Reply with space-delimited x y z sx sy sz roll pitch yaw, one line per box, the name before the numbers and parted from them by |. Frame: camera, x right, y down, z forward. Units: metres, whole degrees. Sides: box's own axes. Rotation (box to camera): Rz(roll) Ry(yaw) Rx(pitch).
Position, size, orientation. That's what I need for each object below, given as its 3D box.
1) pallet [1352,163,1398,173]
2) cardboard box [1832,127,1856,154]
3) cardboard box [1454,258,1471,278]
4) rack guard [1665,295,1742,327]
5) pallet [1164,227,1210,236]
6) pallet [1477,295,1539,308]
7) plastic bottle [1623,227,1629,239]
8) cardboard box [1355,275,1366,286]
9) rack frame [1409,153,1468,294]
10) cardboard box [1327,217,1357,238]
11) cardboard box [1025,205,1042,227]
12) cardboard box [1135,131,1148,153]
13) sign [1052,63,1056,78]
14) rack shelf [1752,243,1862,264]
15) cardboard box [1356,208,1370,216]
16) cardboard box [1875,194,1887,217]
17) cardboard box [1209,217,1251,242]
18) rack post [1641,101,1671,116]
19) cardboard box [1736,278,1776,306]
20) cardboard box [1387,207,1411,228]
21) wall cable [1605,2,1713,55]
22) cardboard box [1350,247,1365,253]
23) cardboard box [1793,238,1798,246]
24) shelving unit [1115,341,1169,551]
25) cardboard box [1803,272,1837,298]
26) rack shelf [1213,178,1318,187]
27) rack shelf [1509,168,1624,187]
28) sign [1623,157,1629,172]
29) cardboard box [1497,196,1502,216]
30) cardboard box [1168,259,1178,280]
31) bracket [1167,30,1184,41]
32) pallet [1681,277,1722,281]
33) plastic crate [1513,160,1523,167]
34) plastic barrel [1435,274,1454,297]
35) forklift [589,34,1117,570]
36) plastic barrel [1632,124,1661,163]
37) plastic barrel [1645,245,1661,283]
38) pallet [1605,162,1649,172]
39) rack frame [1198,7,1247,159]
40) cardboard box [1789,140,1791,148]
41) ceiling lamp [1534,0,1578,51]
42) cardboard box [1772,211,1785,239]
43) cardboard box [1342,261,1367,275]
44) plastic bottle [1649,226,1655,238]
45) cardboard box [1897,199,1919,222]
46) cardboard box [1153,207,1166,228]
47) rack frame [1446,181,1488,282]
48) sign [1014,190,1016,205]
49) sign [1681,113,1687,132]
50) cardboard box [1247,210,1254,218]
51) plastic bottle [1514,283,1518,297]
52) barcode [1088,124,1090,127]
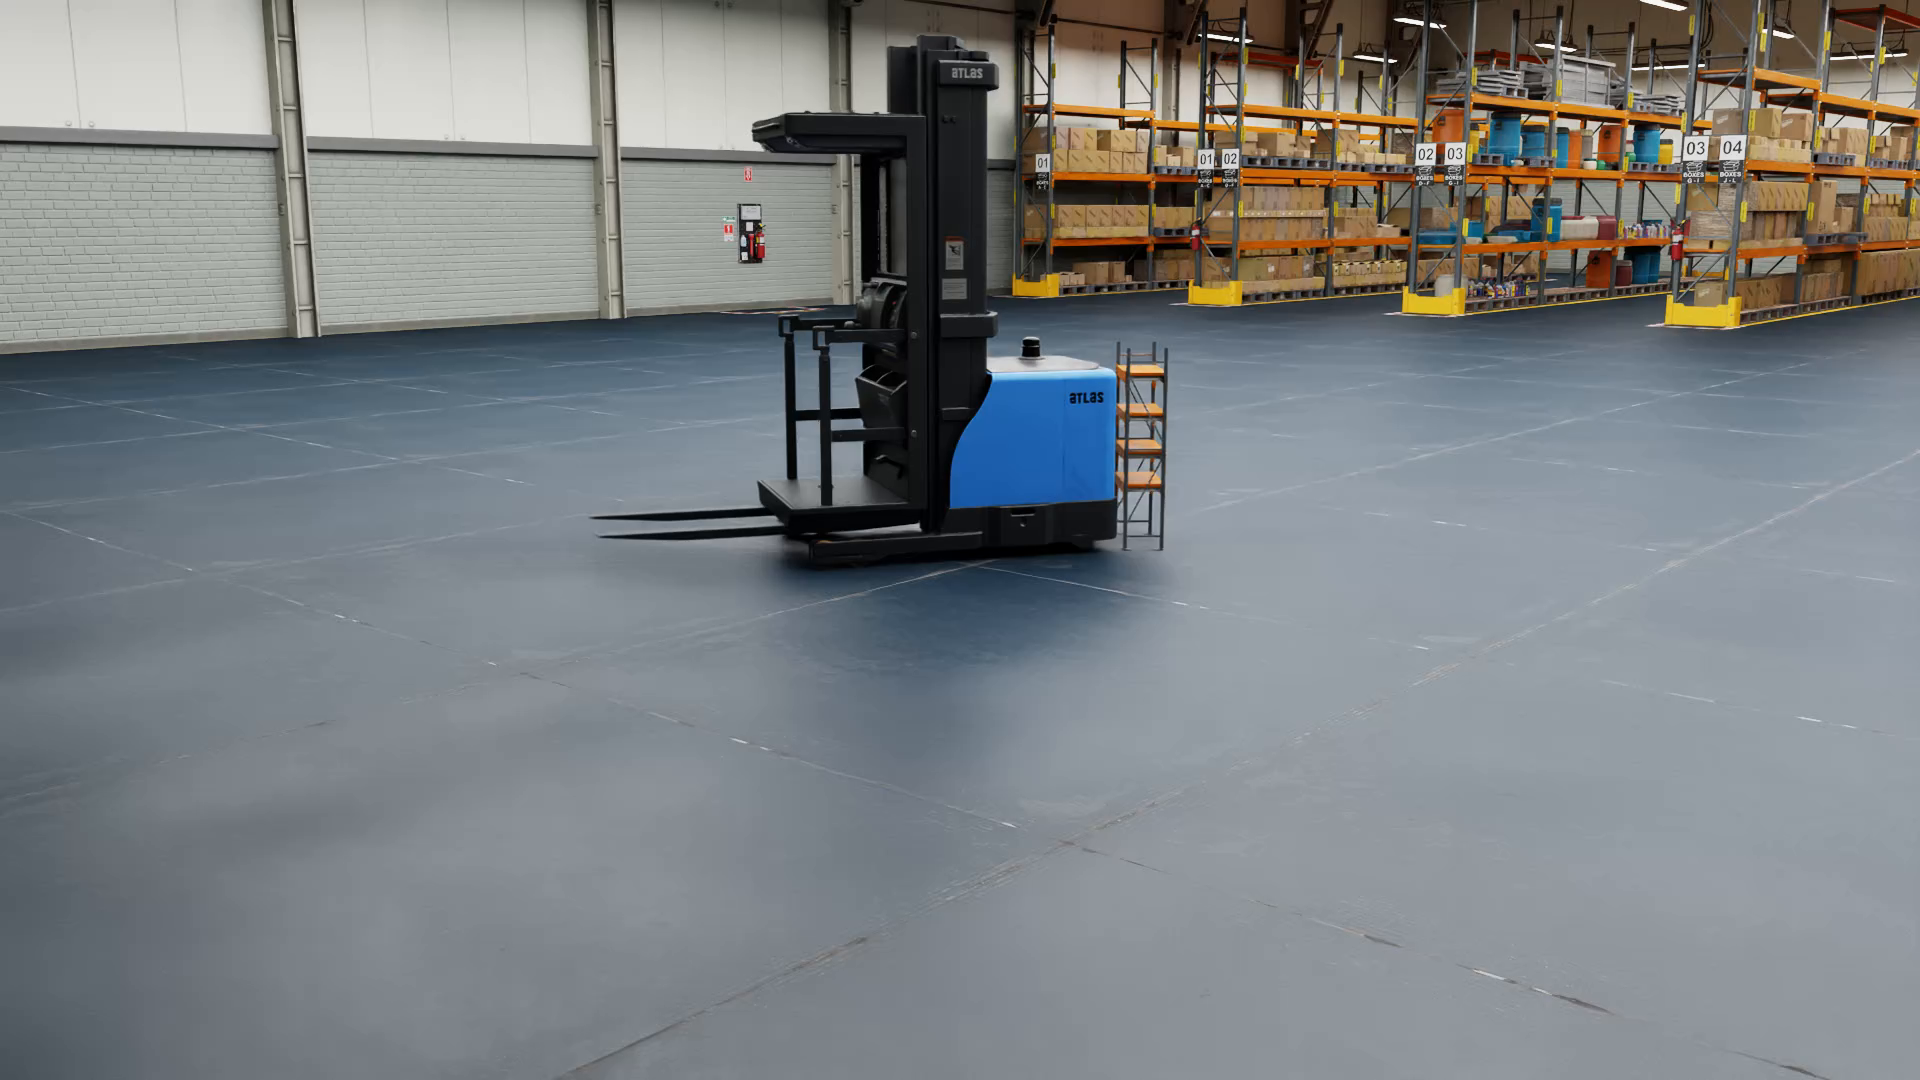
pallet | 9.584 -8.762 39.247 1.003 0.211 1.213 11 16 43
cardboard box | 17.344 -7.894 32.885 0.500 0.500 0.500 10 15 41
cardboard box | 12.898 -7.057 43.146 0.500 0.500 0.500 10 15 41
rack guard | 12.909 -3.987 28.898 1.175 0.500 0.348 10 15 40
pallet | 5.701 -7.910 42.643 1.003 0.211 1.213 10 15 40
pallet | 11.304 -4.970 34.555 1.003 0.211 1.213 10 15 40
plastic bottle | 15.253 -7.048 38.159 0.152 0.276 0.135 10 15 40
cardboard box | 9.191 -6.108 39.083 0.500 0.250 0.500 9 15 39
rack frame | 9.138 -5.842 31.803 1.000 3.000 0.127 10 15 40
cardboard box | 8.927 -7.309 38.892 0.500 0.500 0.500 -11 16 -43
cardboard box | 1.848 -7.524 38.640 0.500 0.500 0.500 10 15 40
cardboard box | 4.210 -9.623 40.215 0.500 0.500 0.500 8 14 36
sign | 2.104 -10.492 37.178 0.100 0.325 0.005 10 15 40
rack shelf | 16.820 -5.732 33.087 1.077 0.370 4.000 10 15 40
cardboard box | 11.457 -9.439 49.048 0.980 0.700 0.700 10 15 40
cardboard box | 19.505 -7.220 35.887 0.797 0.503 0.637 10 15 42
cardboard box | 5.738 -6.599 35.338 0.700 0.500 0.500 10 15 40
rack post | 15.819 -9.990 38.531 0.954 0.300 0.937 -10 15 -41
cardboard box | 14.833 -4.632 31.052 0.500 0.500 0.500 -7 13 -30
cardboard box | 11.032 -8.022 41.391 0.700 0.500 0.500 4 12 21
wall cable | 20.617 -15.639 48.959 3.097 2.526 0.112 10 15 40
cardboard box | 11.755 -8.579 49.161 0.380 0.149 0.250 10 15 42
cardboard box | 15.406 -5.562 31.041 0.380 0.149 0.250 10 15 40
shelving unit | 1.084 -0.575 10.029 0.258 1.200 0.503 0 11 -2
cardboard box | 17.356 -5.184 33.768 0.700 0.500 0.500 8 14 36
rack shelf | 8.298 -9.713 45.359 1.077 0.370 4.000 10 15 40
rack shelf | 13.099 -7.843 36.000 1.077 0.370 4.000 10 15 40
sign | 14.837 -8.369 37.062 0.100 0.325 0.005 10 15 40
cardboard box | 14.204 -8.897 44.289 0.500 0.500 0.500 9 15 39
cardboard box | 5.114 -6.895 42.331 0.700 0.500 0.500 9 15 39
bracket | 5.462 -12.821 42.236 0.235 0.232 0.430 10 15 40
pallet | 19.127 -6.713 43.280 1.003 0.211 1.213 10 15 40
plastic crate | 11.023 -7.484 33.038 0.243 0.136 0.396 10 15 40
plastic barrel | 9.515 -4.935 32.540 0.421 0.512 0.421 0 11 0
forklift | -0.640 -1.385 9.665 3.031 2.935 1.130 -3 12 -17
plastic barrel | 16.048 -9.260 38.902 0.600 0.901 0.708 10 15 40
plastic barrel | 16.688 -6.707 40.417 0.600 0.901 0.708 10 15 40
pallet | 14.998 -8.497 37.921 1.003 0.211 1.213 10 15 40
rack frame | 5.420 -9.425 34.425 1.000 3.000 0.127 10 15 40
cardboard box | 14.768 -7.150 30.058 0.380 0.149 0.250 11 15 42
ceiling lamp | 14.818 -13.580 40.326 0.800 3.185 2.000 10 15 40
cardboard box | 14.545 -5.771 30.434 0.875 0.500 0.500 10 15 40
cardboard box | 9.196 -6.382 39.023 0.500 0.311 0.500 9 14 38
plastic bottle | 16.380 -7.299 39.416 0.152 0.276 0.135 10 15 40
cardboard box | 21.288 -7.445 37.536 0.500 0.500 0.500 10 15 40
cardboard box | 4.699 -8.047 41.463 0.700 0.500 0.500 10 15 41
rack frame | 13.341 -8.249 43.852 1.000 3.000 0.127 10 15 40
sign | 1.293 -7.921 38.446 0.100 0.325 0.005 10 15 40
sign | 12.455 -7.182 28.591 0.100 0.325 0.005 10 15 40
cardboard box | 6.013 -6.919 35.285 0.380 0.149 0.250 9 15 39
plastic bottle | 11.367 -5.125 34.023 0.133 0.283 0.061 -11 16 -44
barcode | 3.096 -9.965 39.937 0.001 0.075 0.075 10 15 40
